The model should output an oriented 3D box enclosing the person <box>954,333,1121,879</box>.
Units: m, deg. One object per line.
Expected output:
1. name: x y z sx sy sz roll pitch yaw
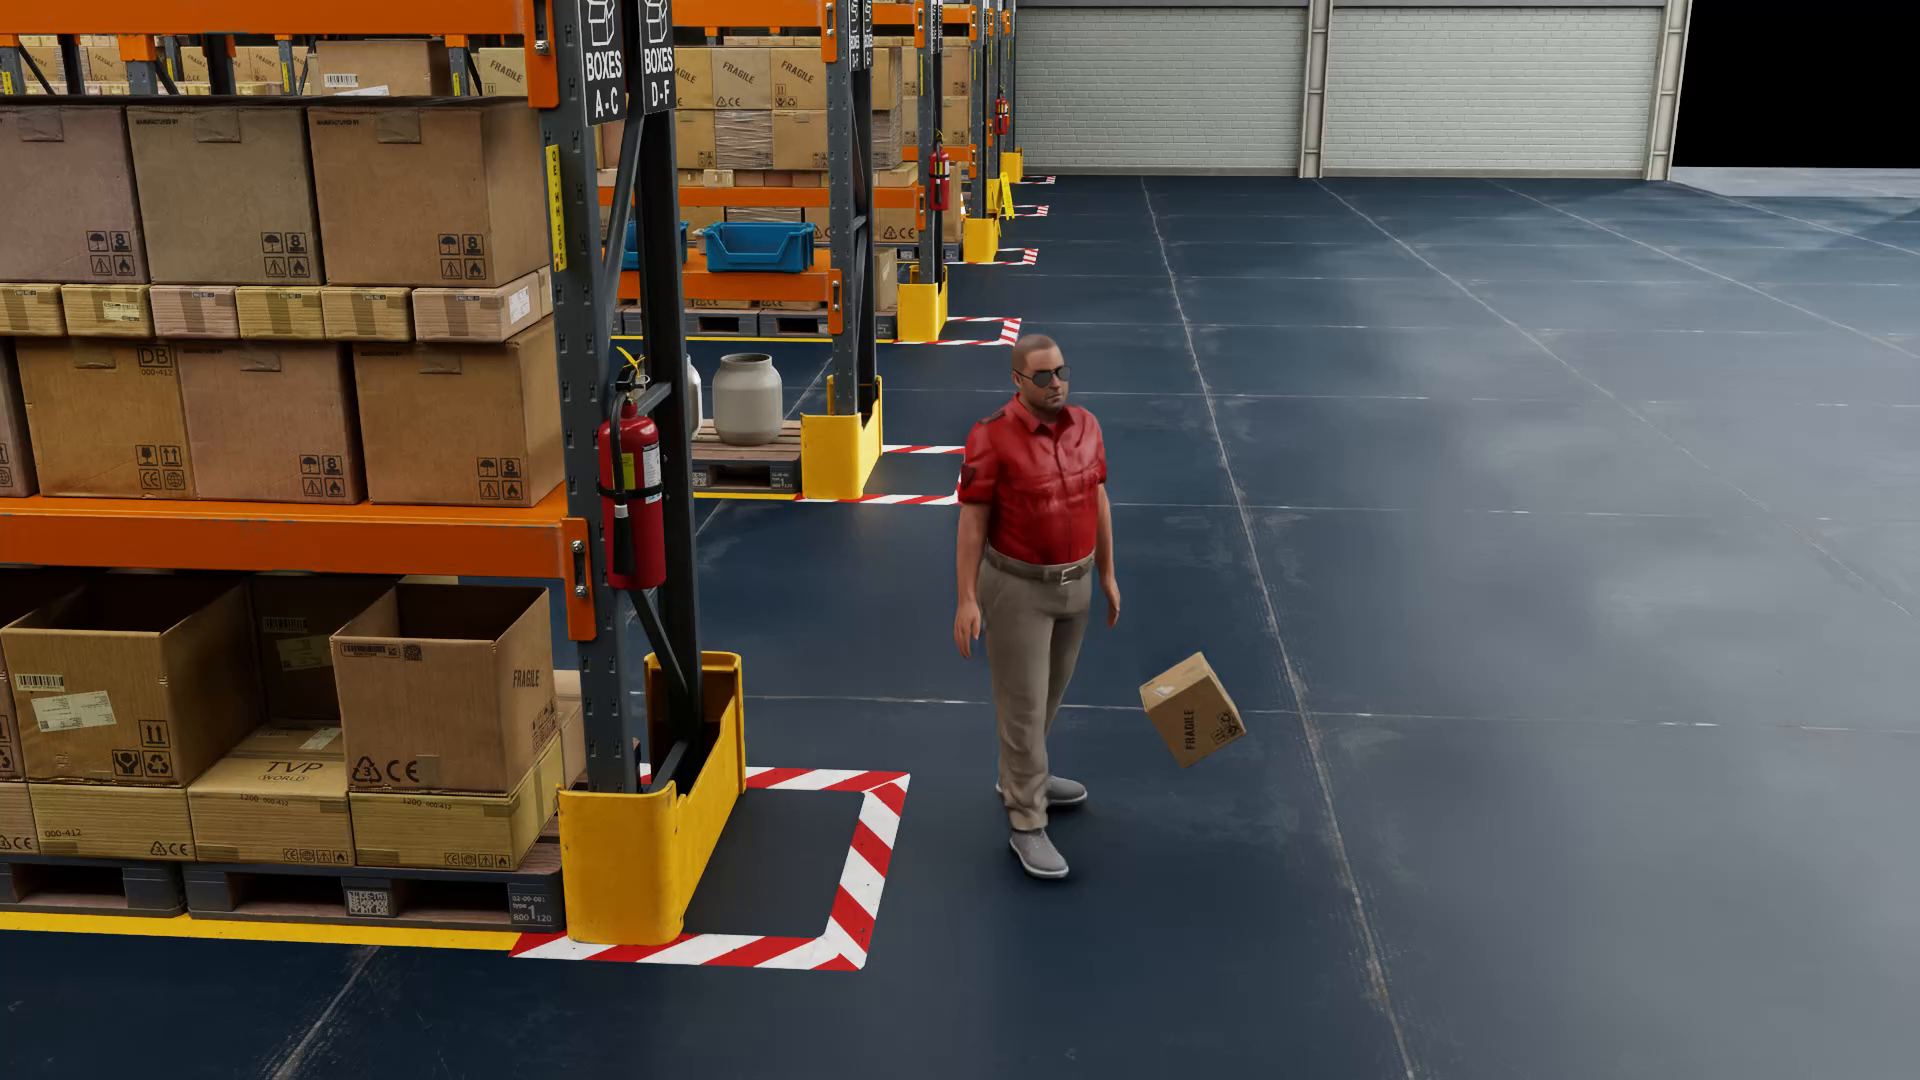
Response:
1. person: 0.257 0.188 5.452 0.664 1.717 0.644 -13 22 -37
